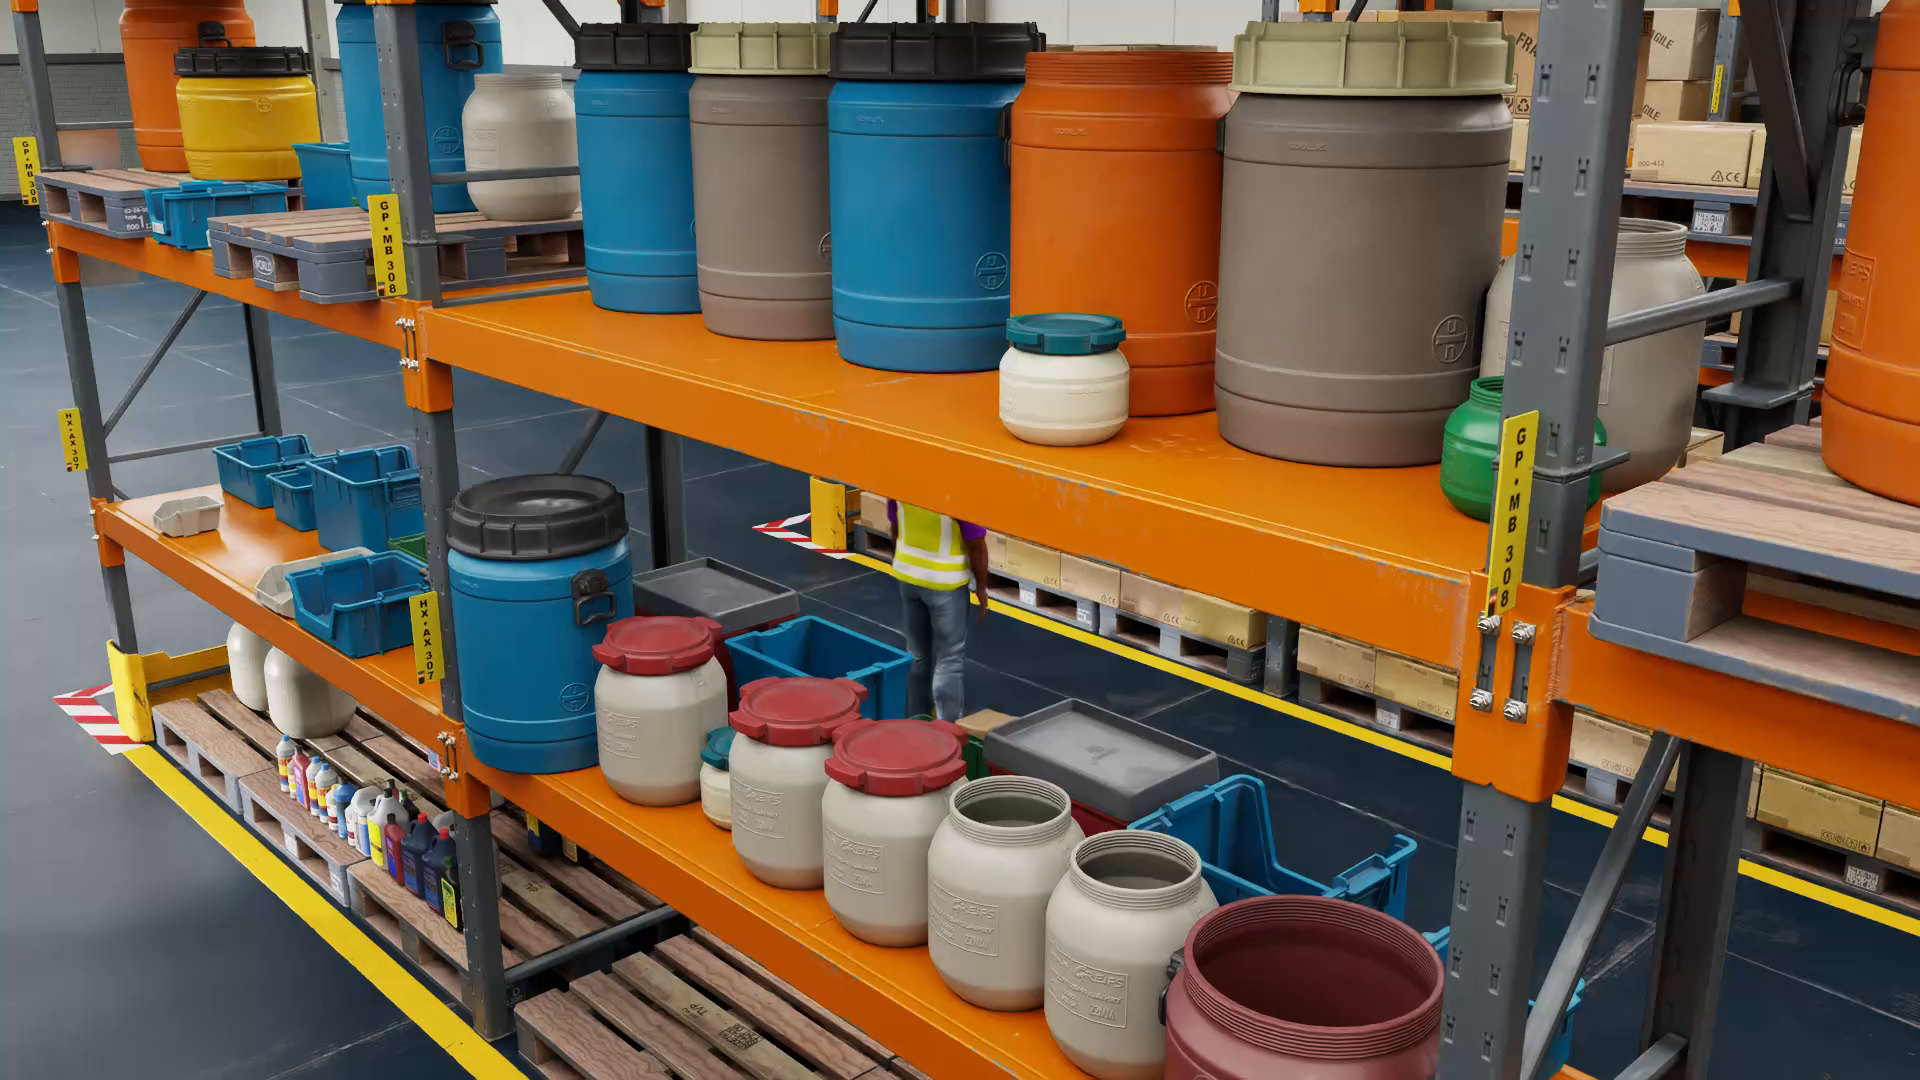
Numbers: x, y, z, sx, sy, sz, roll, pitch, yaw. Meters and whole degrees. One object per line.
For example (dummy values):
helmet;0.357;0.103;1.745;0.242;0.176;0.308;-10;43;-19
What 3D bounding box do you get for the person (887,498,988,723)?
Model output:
person;-0.079;0.206;8.744;0.594;1.771;0.484;11;20;31
